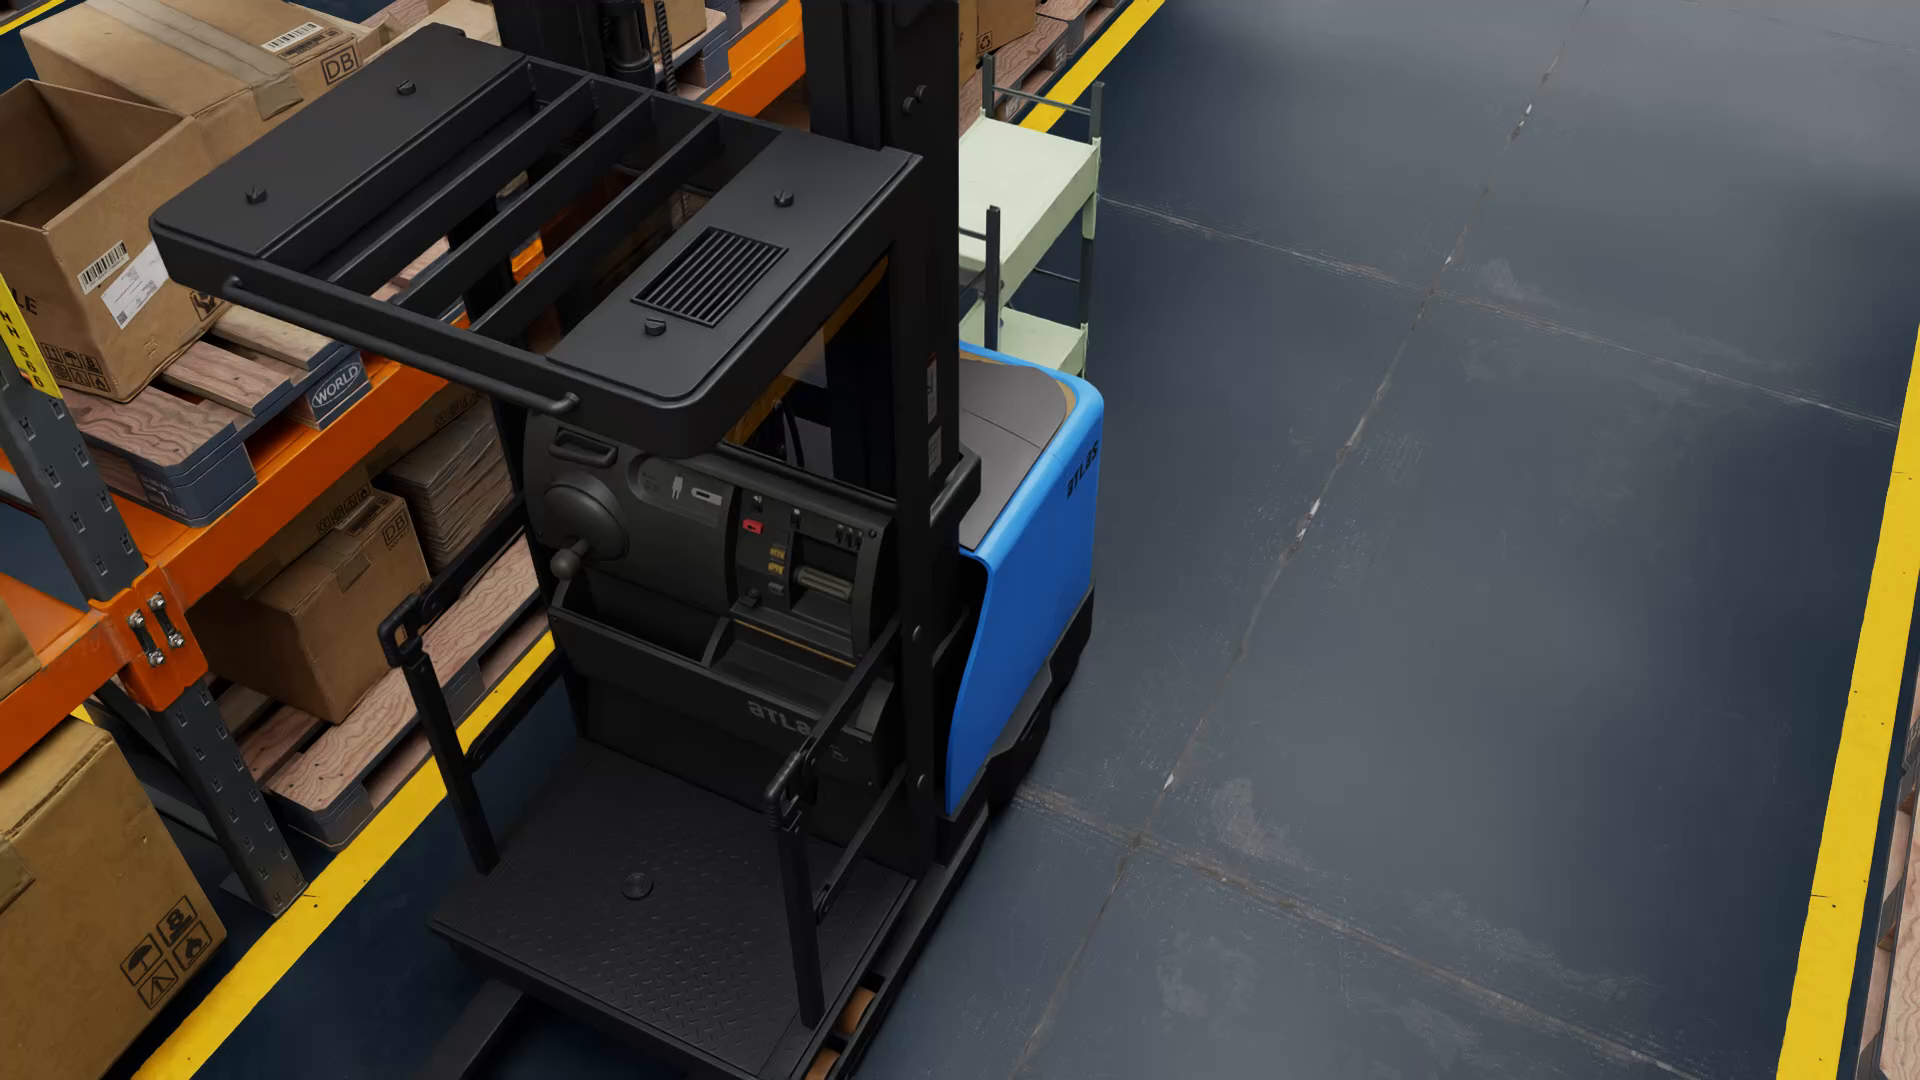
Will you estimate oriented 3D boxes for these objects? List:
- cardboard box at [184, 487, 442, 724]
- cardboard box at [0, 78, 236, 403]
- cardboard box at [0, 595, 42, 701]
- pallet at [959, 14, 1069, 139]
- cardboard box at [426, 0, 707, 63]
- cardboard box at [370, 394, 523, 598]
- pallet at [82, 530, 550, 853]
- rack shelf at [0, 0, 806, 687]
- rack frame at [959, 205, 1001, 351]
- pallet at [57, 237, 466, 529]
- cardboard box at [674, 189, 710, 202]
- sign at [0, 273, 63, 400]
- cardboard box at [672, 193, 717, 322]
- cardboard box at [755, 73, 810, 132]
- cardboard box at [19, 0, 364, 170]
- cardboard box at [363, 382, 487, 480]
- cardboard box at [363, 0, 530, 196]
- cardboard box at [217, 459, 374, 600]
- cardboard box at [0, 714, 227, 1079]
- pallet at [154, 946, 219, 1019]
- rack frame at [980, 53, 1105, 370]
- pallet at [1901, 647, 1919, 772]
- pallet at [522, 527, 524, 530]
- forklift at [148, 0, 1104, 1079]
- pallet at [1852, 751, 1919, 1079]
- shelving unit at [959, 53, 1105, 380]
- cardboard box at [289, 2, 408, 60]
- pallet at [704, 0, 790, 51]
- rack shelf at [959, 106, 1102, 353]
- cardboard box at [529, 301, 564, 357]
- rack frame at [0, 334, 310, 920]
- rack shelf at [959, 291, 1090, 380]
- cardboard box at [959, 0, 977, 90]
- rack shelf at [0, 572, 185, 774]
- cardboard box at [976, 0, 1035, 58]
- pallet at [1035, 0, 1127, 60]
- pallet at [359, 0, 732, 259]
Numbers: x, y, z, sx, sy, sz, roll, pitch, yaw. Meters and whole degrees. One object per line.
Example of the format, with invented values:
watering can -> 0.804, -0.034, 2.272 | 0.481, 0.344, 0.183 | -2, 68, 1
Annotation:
cardboard box -> -2.043, 0.109, 4.982 | 0.700, 0.500, 0.500 | 18, 48, 17
cardboard box -> -2.121, -0.723, 3.990 | 0.500, 0.500, 0.500 | 15, 47, 14
cardboard box -> -2.346, 0.171, 3.402 | 0.500, 0.500, 0.500 | 22, 49, 20
pallet -> -0.199, -2.161, 7.738 | 1.003, 0.211, 1.213 | 20, 49, 19
cardboard box -> -1.202, -1.768, 5.021 | 0.797, 0.503, 0.637 | 25, 51, 23
cardboard box -> -1.797, -0.245, 5.331 | 0.700, 0.500, 0.500 | 17, 48, 16
pallet -> -1.972, 0.302, 5.303 | 1.003, 0.211, 1.213 | 20, 49, 19
rack shelf -> -1.408, -1.194, 5.327 | 1.077, 0.370, 4.000 | 20, 49, 19
rack frame -> -0.072, -0.436, 5.126 | 0.400, 1.500, 0.023 | 19, 48, 18
pallet -> -2.100, -0.603, 4.372 | 1.213, 0.211, 1.003 | 20, 49, 19
cardboard box -> -1.021, -1.309, 6.383 | 0.700, 0.500, 0.500 | 20, 49, 19
sign -> -1.843, -0.413, 3.235 | 0.100, 0.325, 0.005 | 20, 49, 19
cardboard box -> -1.281, -0.956, 6.034 | 0.700, 0.500, 0.500 | 17, 48, 16
cardboard box -> -0.783, -1.603, 6.673 | 0.700, 0.500, 0.500 | 17, 48, 16
cardboard box -> -1.950, -1.108, 4.370 | 0.700, 0.500, 0.500 | 28, 51, 25
cardboard box -> -1.814, -0.496, 5.052 | 0.500, 0.250, 0.500 | 26, 51, 23
cardboard box -> -1.354, -1.262, 4.698 | 0.500, 0.250, 0.500 | 19, 48, 18
cardboard box -> -2.052, -0.158, 4.718 | 0.500, 0.250, 0.500 | 22, 49, 21
cardboard box -> -2.675, 0.840, 4.009 | 1.225, 0.875, 0.875 | 18, 48, 17
pallet -> -2.769, 1.265, 4.351 | 1.003, 0.211, 1.213 | 20, 49, 19
rack frame -> 0.253, -0.902, 5.587 | 0.400, 1.500, 0.023 | 19, 48, 18
pallet -> 3.577, 0.416, 5.190 | 1.003, 0.211, 1.213 | 20, 49, 19
pallet -> -1.405, -0.464, 6.060 | 1.003, 0.211, 1.213 | 20, 49, 19
forklift -> -0.685, 0.072, 3.618 | 1.130, 2.935, 3.031 | 19, 48, 18
pallet -> 3.012, 1.188, 4.428 | 1.003, 0.211, 1.213 | 20, 49, 19
shelving unit -> 0.091, -0.669, 5.357 | 0.431, 1.500, 0.755 | 19, 48, 18
cardboard box -> -1.801, -1.427, 4.850 | 0.396, 0.266, 0.258 | 19, 48, 18
pallet -> -0.963, -2.206, 5.956 | 1.003, 0.211, 1.213 | 20, 49, 19
rack shelf -> 0.091, -0.943, 5.079 | 0.431, 0.370, 0.720 | 19, 48, 18
cardboard box -> -1.540, -0.605, 5.687 | 0.700, 0.500, 0.500 | 24, 50, 22
rack frame -> -2.336, -0.187, 3.826 | 1.000, 3.000, 0.127 | 20, 49, 19
rack shelf -> 0.091, -0.440, 5.589 | 0.431, 0.370, 0.720 | 19, 48, 18
cardboard box -> -0.258, -2.214, 7.292 | 0.500, 0.500, 0.500 | 19, 48, 18
rack shelf -> -3.265, 1.326, 2.836 | 1.077, 0.370, 4.000 | 20, 49, 19
cardboard box -> 0.001, -2.578, 7.651 | 0.500, 0.500, 0.500 | -34, 55, -29
pallet -> 0.366, -2.933, 8.500 | 1.003, 0.211, 1.213 | 20, 49, 19
pallet -> -1.453, -1.380, 5.140 | 1.003, 0.211, 1.213 | 20, 49, 19
